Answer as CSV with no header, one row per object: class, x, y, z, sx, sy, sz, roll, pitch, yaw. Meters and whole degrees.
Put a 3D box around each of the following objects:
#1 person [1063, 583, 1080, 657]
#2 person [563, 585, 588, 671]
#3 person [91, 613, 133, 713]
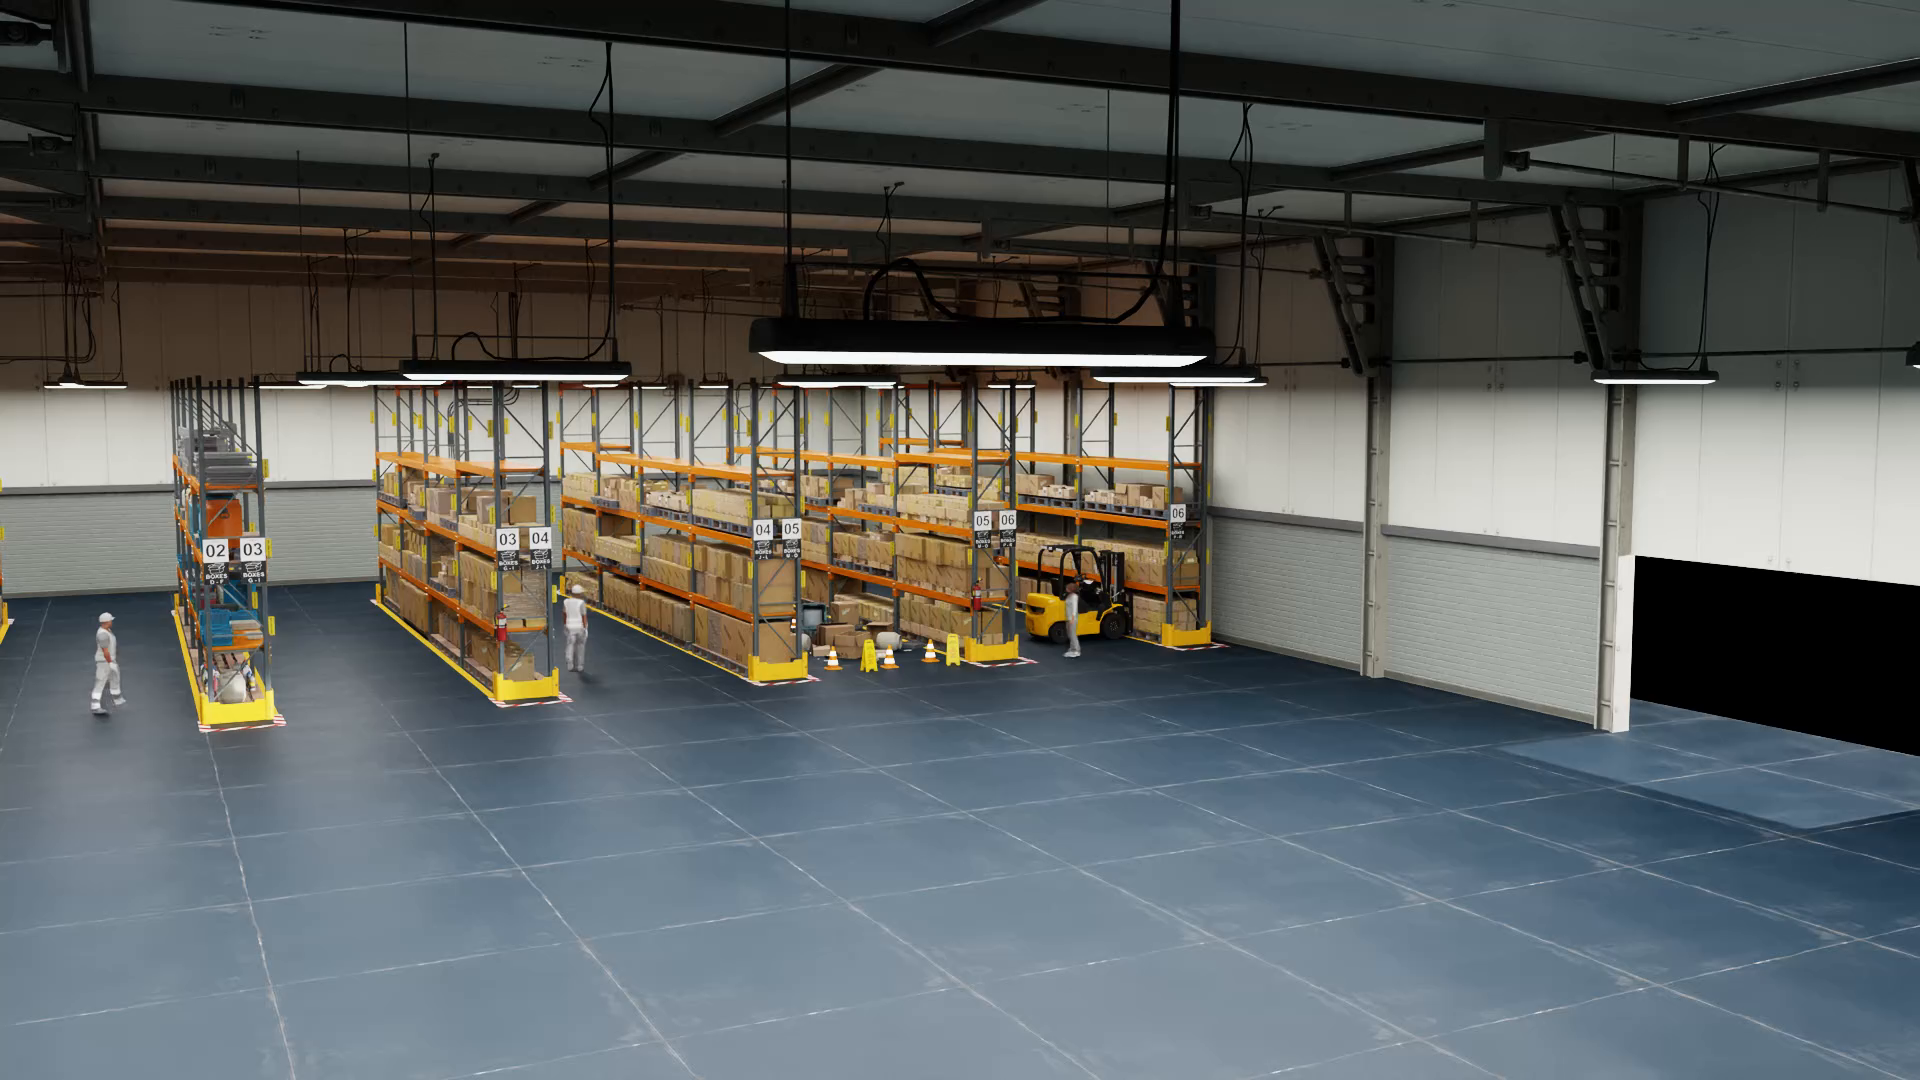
person,2.428,1.727,35.980,0.354,1.613,0.458,-2,5,-20
person,-7.860,1.807,33.957,0.531,1.776,0.670,0,5,1
person,-15.251,2.192,29.815,0.573,1.807,0.677,-1,5,-12
